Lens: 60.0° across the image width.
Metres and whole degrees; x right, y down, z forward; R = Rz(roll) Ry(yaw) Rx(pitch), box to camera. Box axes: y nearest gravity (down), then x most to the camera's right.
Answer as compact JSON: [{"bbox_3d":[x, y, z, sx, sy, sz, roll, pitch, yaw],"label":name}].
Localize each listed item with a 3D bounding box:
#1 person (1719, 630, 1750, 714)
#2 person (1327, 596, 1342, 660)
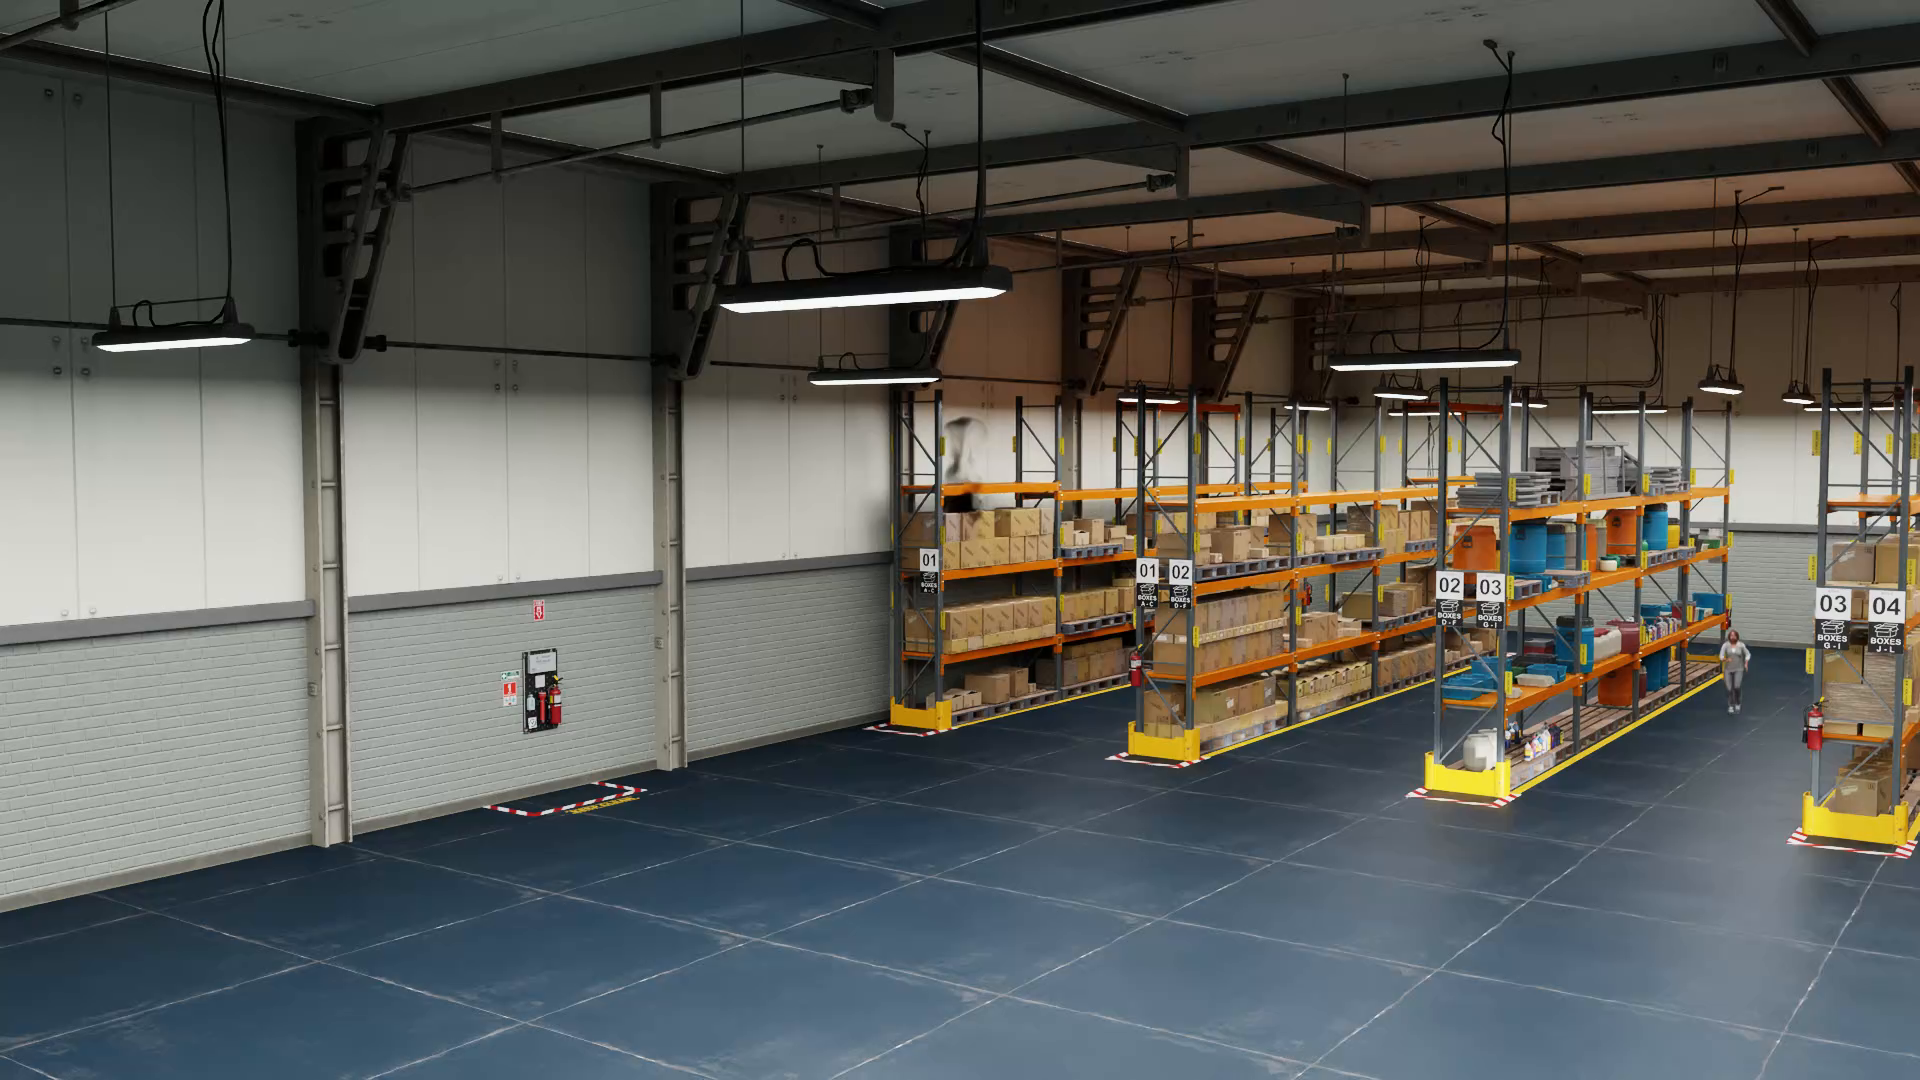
[{"bbox_3d":[14.403,2.456,30.954,0.512,1.570,0.636,2,4,30],"label":"person"},{"bbox_3d":[8.361,2.076,37.156,0.560,1.667,0.566,2,4,37],"label":"person"}]
